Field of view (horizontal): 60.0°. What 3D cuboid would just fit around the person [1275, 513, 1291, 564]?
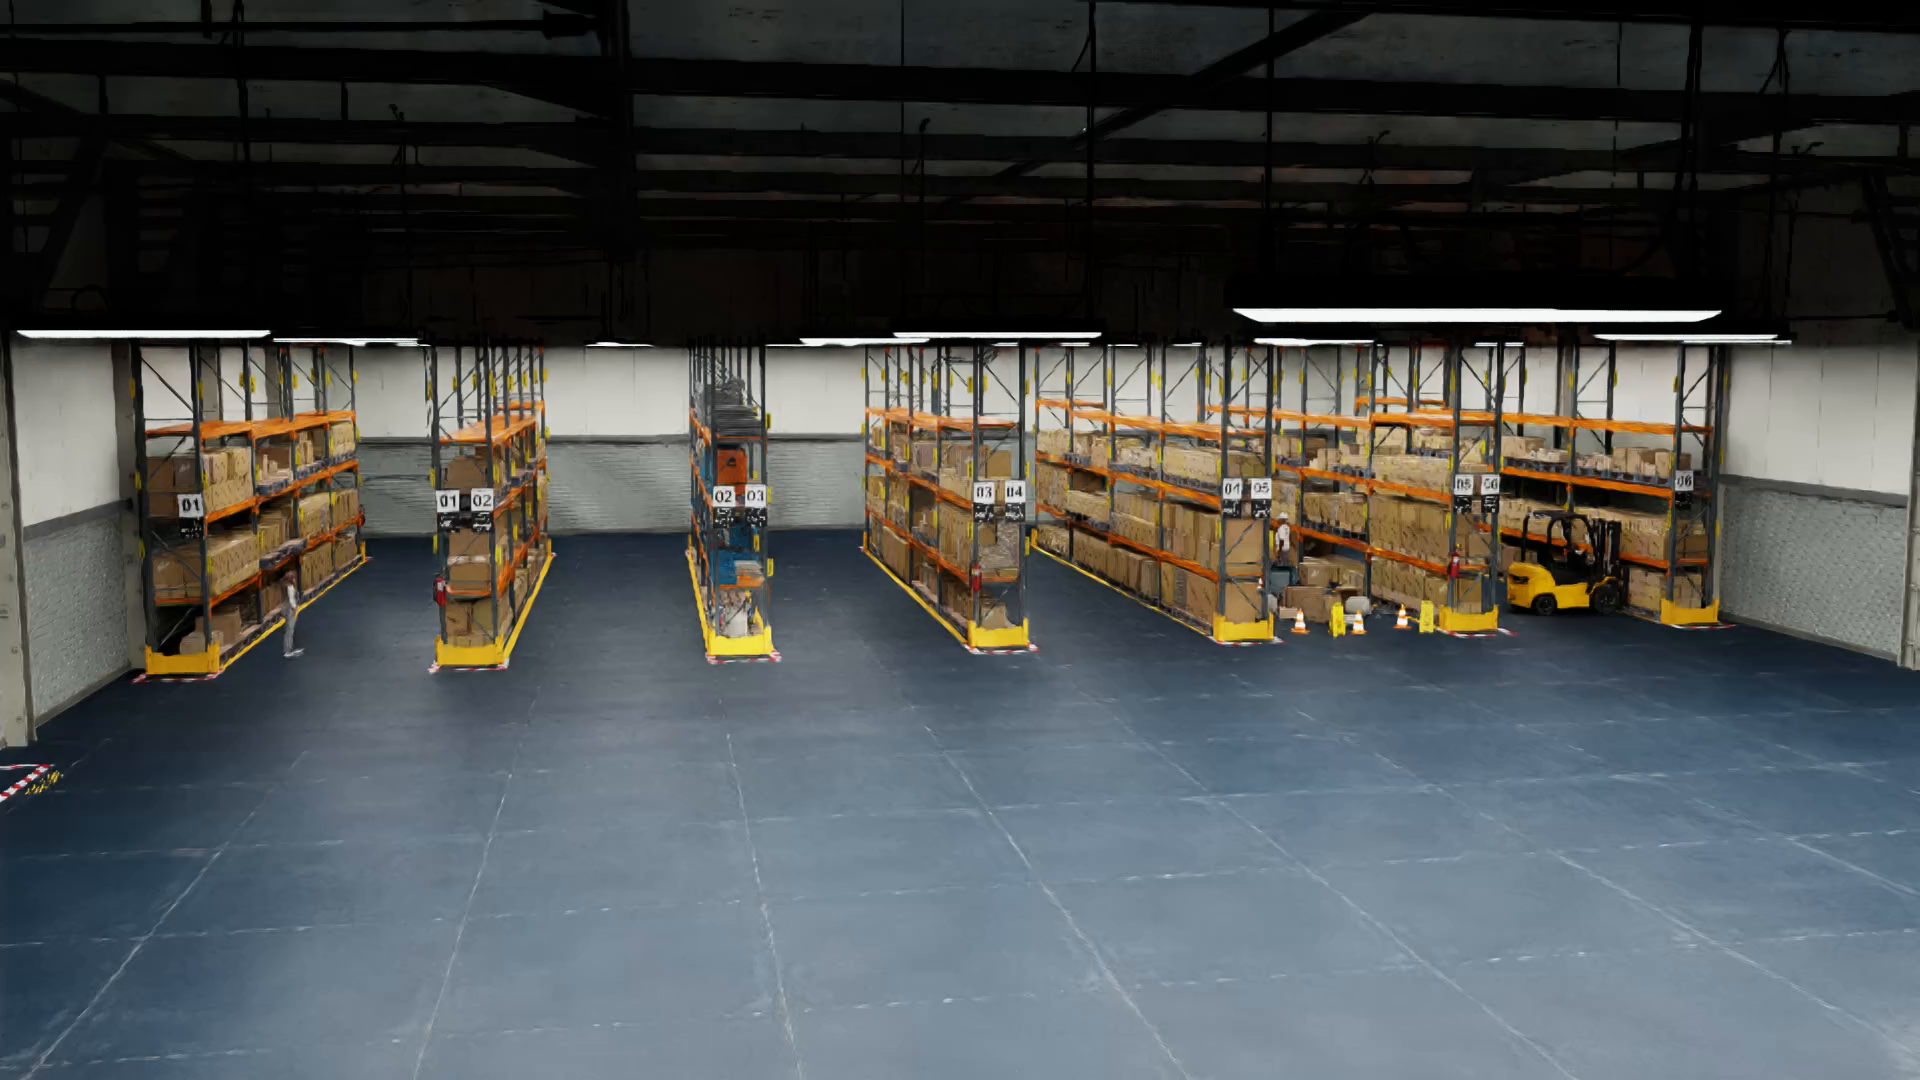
[{"bbox_3d":[7.770,0.198,40.216,0.569,1.701,0.682,2,7,14],"label":"person"}]

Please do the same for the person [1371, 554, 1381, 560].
[{"bbox_3d":[11.370,-0.267,44.934,0.580,1.666,0.575,1,7,12],"label":"person"}]

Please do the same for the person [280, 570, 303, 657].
[{"bbox_3d":[-12.474,1.361,31.049,0.419,1.598,0.504,-5,8,-38],"label":"person"}]
